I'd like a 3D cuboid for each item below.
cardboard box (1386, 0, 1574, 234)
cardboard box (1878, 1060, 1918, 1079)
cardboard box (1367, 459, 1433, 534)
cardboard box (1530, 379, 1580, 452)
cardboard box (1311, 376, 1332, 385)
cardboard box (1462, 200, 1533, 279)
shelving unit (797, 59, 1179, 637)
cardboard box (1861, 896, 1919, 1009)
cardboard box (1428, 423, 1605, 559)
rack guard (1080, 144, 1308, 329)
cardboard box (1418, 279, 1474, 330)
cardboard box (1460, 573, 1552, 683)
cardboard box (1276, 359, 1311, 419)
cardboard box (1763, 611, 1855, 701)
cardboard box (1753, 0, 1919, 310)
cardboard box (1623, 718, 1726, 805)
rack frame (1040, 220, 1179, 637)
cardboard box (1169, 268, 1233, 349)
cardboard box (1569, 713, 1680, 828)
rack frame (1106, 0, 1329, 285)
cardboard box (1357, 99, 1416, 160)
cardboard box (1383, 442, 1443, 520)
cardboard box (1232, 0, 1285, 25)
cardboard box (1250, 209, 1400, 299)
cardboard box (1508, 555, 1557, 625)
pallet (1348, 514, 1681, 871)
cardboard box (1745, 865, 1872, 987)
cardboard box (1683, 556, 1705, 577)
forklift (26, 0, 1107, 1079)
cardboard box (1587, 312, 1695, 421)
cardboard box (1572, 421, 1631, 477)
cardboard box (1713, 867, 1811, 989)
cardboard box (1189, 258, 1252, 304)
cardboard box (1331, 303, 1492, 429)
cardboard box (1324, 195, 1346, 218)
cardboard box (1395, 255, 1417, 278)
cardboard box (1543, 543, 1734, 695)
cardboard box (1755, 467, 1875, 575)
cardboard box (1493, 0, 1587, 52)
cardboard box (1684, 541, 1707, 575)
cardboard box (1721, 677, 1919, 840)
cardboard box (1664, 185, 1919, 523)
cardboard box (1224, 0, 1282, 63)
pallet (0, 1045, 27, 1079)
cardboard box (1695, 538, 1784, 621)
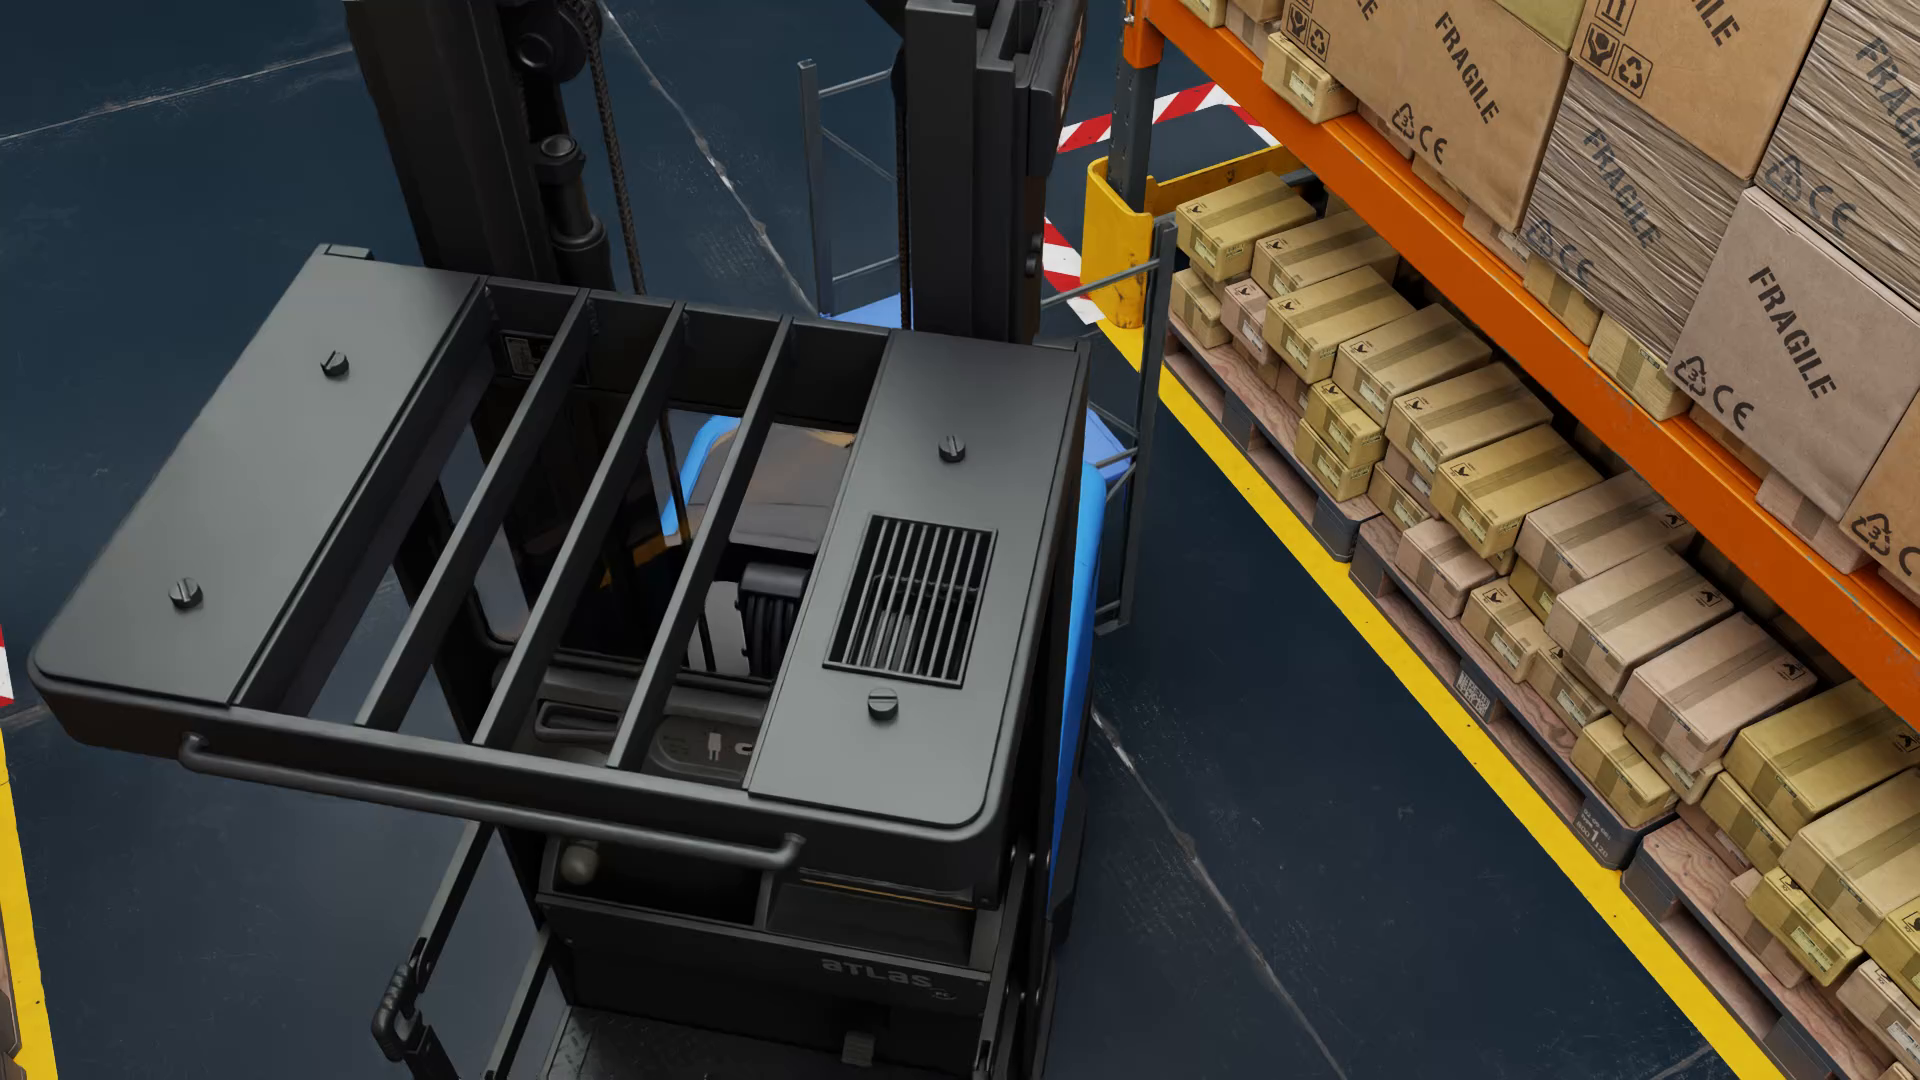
[{"bbox_3d":[1.418,-1.139,3.989,0.500,0.500,0.500,-21,52,-17],"label":"cardboard box"},{"bbox_3d":[2.326,1.247,3.781,0.380,0.149,0.250,-21,52,-17],"label":"cardboard box"},{"bbox_3d":[1.466,-0.166,5.018,0.380,0.149,0.250,-21,52,-17],"label":"cardboard box"},{"bbox_3d":[1.961,-0.438,5.058,0.380,0.149,0.250,-20,52,-17],"label":"cardboard box"},{"bbox_3d":[1.255,-0.608,5.206,0.380,0.149,0.250,-21,52,-17],"label":"cardboard box"},{"bbox_3d":[1.494,-0.827,4.147,0.380,0.149,0.250,-22,52,-18],"label":"cardboard box"},{"bbox_3d":[0.044,-0.498,4.689,0.538,1.500,1.048,-22,52,-18],"label":"shelving unit"},{"bbox_3d":[2.262,0.891,3.698,0.380,0.149,0.250,-21,52,-17],"label":"cardboard box"},{"bbox_3d":[1.535,-0.139,4.598,0.380,0.149,0.250,-20,52,-17],"label":"cardboard box"},{"bbox_3d":[1.013,-1.211,5.977,1.175,0.500,0.348,-21,52,-18],"label":"rack guard"},{"bbox_3d":[1.713,-0.781,5.357,0.380,0.149,0.250,-23,53,-19],"label":"cardboard box"},{"bbox_3d":[1.653,0.207,4.691,0.380,0.149,0.250,-21,52,-18],"label":"cardboard box"},{"bbox_3d":[1.245,-0.513,5.321,0.380,0.149,0.250,-21,52,-17],"label":"cardboard box"},{"bbox_3d":[2.362,0.279,4.431,0.380,0.149,0.250,-19,51,-16],"label":"cardboard box"},{"bbox_3d":[1.890,-0.781,3.012,0.500,0.500,0.500,-20,52,-17],"label":"cardboard box"},{"bbox_3d":[1.947,0.478,4.257,0.380,0.149,0.250,-20,52,-17],"label":"cardboard box"},{"bbox_3d":[0.287,-0.162,4.395,0.500,1.500,0.032,-22,52,-18],"label":"rack frame"},{"bbox_3d":[0.933,-0.824,5.593,0.380,0.149,0.250,-20,52,-17],"label":"cardboard box"},{"bbox_3d":[1.852,0.555,4.387,0.380,0.149,0.250,-21,52,-18],"label":"cardboard box"},{"bbox_3d":[0.978,-2.085,5.081,1.000,3.000,0.127,-21,52,-18],"label":"rack frame"},{"bbox_3d":[1.304,-1.192,4.466,0.380,0.149,0.250,-19,51,-16],"label":"cardboard box"},{"bbox_3d":[1.482,-0.254,4.896,0.380,0.149,0.250,-23,53,-19],"label":"cardboard box"},{"bbox_3d":[0.938,-1.820,4.585,0.500,0.500,0.500,-19,51,-16],"label":"cardboard box"},{"bbox_3d":[1.149,-0.870,5.238,0.380,0.149,0.250,-20,52,-17],"label":"cardboard box"},{"bbox_3d":[1.758,0.098,4.589,0.380,0.149,0.250,-19,51,-16],"label":"cardboard box"},{"bbox_3d":[1.907,0.255,4.887,1.003,0.211,1.213,-21,52,-18],"label":"pallet"},{"bbox_3d":[2.108,0.843,3.937,0.380,0.149,0.250,-23,53,-19],"label":"cardboard box"},{"bbox_3d":[2.109,0.034,4.842,0.380,0.149,0.250,-20,52,-17],"label":"cardboard box"},{"bbox_3d":[-0.416,0.566,2.807,1.130,2.935,3.031,8,49,7],"label":"forklift"},{"bbox_3d":[1.690,-0.457,3.824,0.380,0.149,0.250,-20,52,-17],"label":"cardboard box"},{"bbox_3d":[1.998,-0.326,4.762,0.380,0.149,0.250,-23,53,-19],"label":"cardboard box"},{"bbox_3d":[2.103,0.890,4.094,0.380,0.149,0.250,-23,53,-19],"label":"cardboard box"},{"bbox_3d":[0.989,-0.944,5.500,0.380,0.149,0.250,-19,52,-16],"label":"cardboard box"},{"bbox_3d":[1.337,-0.520,4.931,0.380,0.149,0.250,-24,53,-19],"label":"cardboard box"},{"bbox_3d":[1.473,-1.128,5.661,0.380,0.149,0.250,-22,53,-18],"label":"cardboard box"},{"bbox_3d":[1.509,-1.026,5.374,0.380,0.149,0.250,-20,52,-17],"label":"cardboard box"},{"bbox_3d":[1.752,0.200,4.302,0.380,0.149,0.250,-23,53,-19],"label":"cardboard box"},{"bbox_3d":[1.939,-0.123,3.531,0.380,0.149,0.250,-23,53,-19],"label":"cardboard box"},{"bbox_3d":[1.402,-1.462,3.607,0.500,0.500,0.500,-22,52,-18],"label":"cardboard box"},{"bbox_3d":[2.213,-0.086,4.750,0.380,0.149,0.250,-21,52,-17],"label":"cardboard box"},{"bbox_3d":[2.092,0.526,4.017,0.380,0.149,0.250,-20,52,-16],"label":"cardboard box"},{"bbox_3d":[1.873,-0.446,3.384,0.500,0.500,0.500,-21,52,-18],"label":"cardboard box"},{"bbox_3d":[0.988,-1.517,4.751,0.380,0.149,0.250,-19,52,-16],"label":"cardboard box"},{"bbox_3d":[-2.489,1.797,3.538,1.003,0.211,1.213,-21,52,-18],"label":"pallet"},{"bbox_3d":[2.221,0.018,4.461,0.380,0.149,0.250,-23,53,-19],"label":"cardboard box"}]
